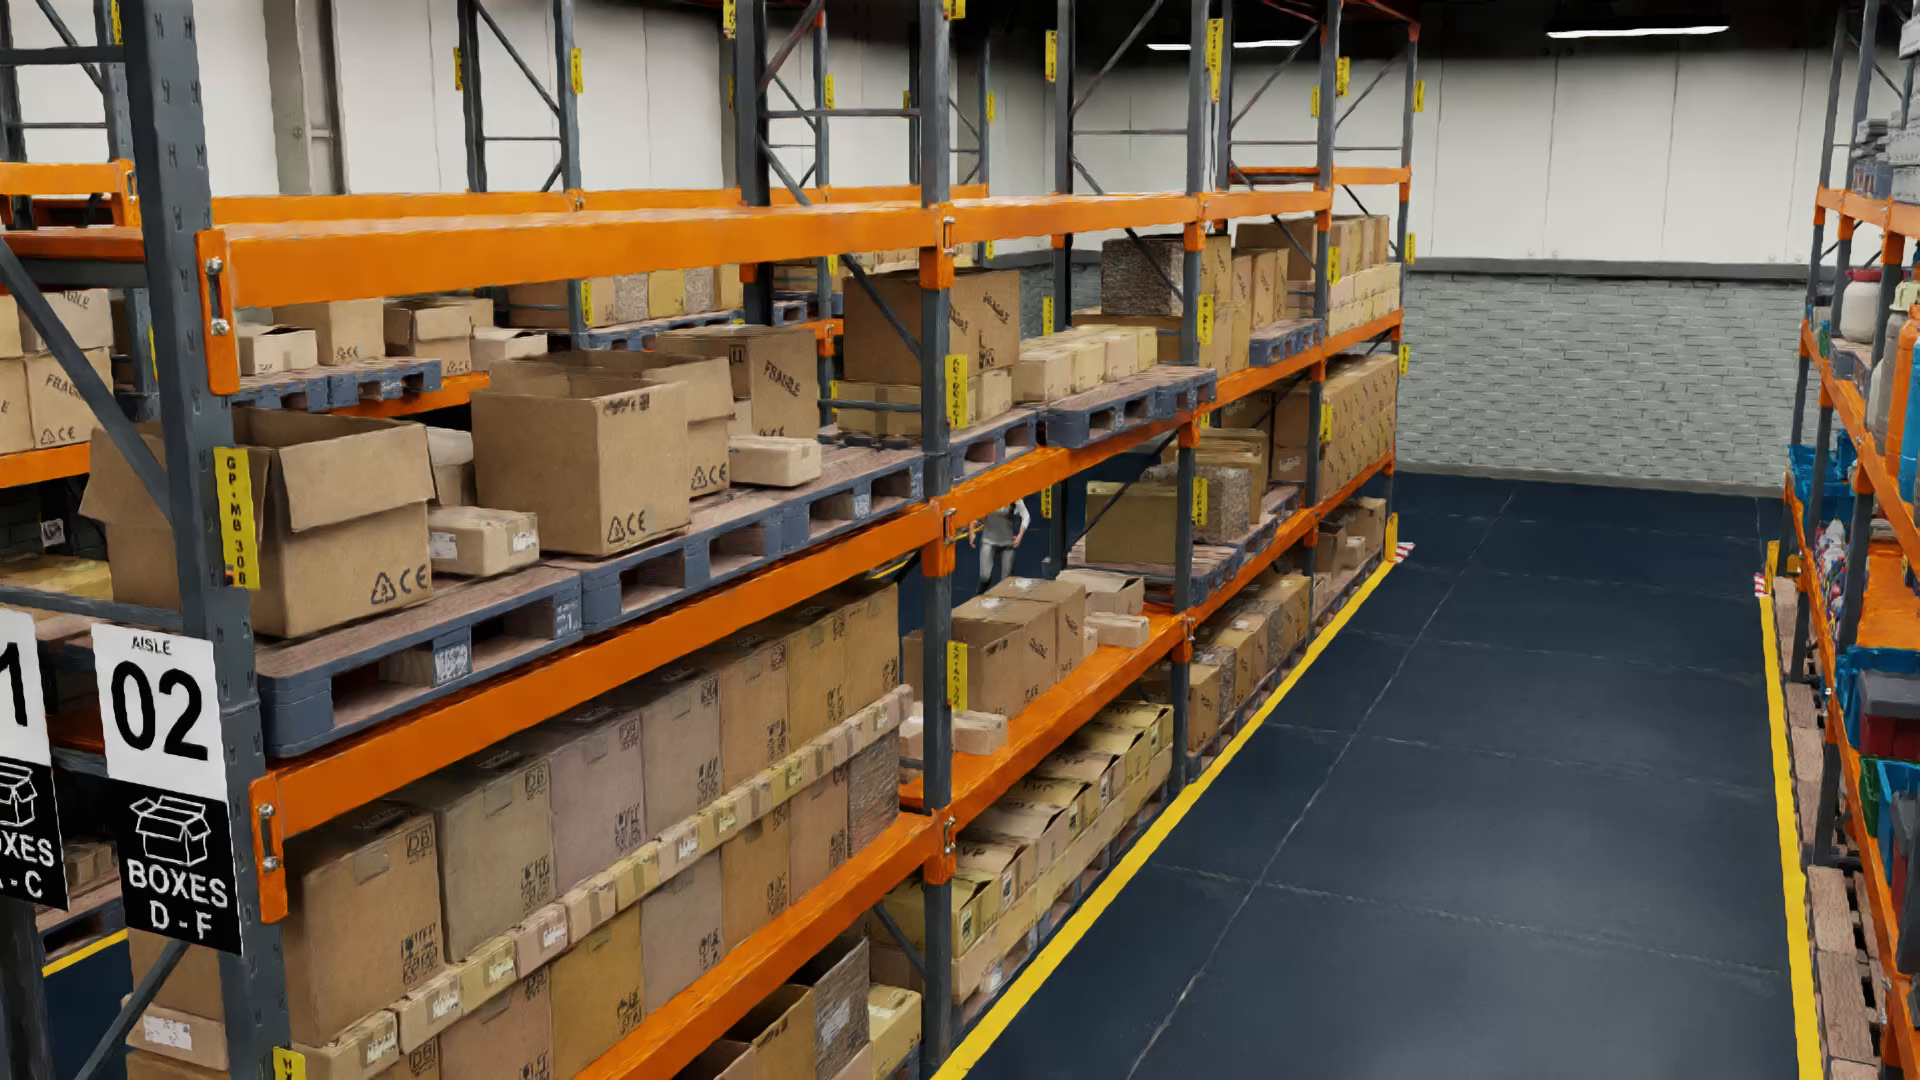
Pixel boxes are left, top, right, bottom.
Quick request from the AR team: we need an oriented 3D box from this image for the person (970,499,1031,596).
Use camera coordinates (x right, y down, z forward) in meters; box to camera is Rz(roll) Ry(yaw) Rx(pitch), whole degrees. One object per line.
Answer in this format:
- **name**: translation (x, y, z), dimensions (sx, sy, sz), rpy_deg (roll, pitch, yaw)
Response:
- **person**: translation (0.379, 0.055, 15.823), dimensions (0.585, 1.567, 0.439), rpy_deg (0, 12, 1)
